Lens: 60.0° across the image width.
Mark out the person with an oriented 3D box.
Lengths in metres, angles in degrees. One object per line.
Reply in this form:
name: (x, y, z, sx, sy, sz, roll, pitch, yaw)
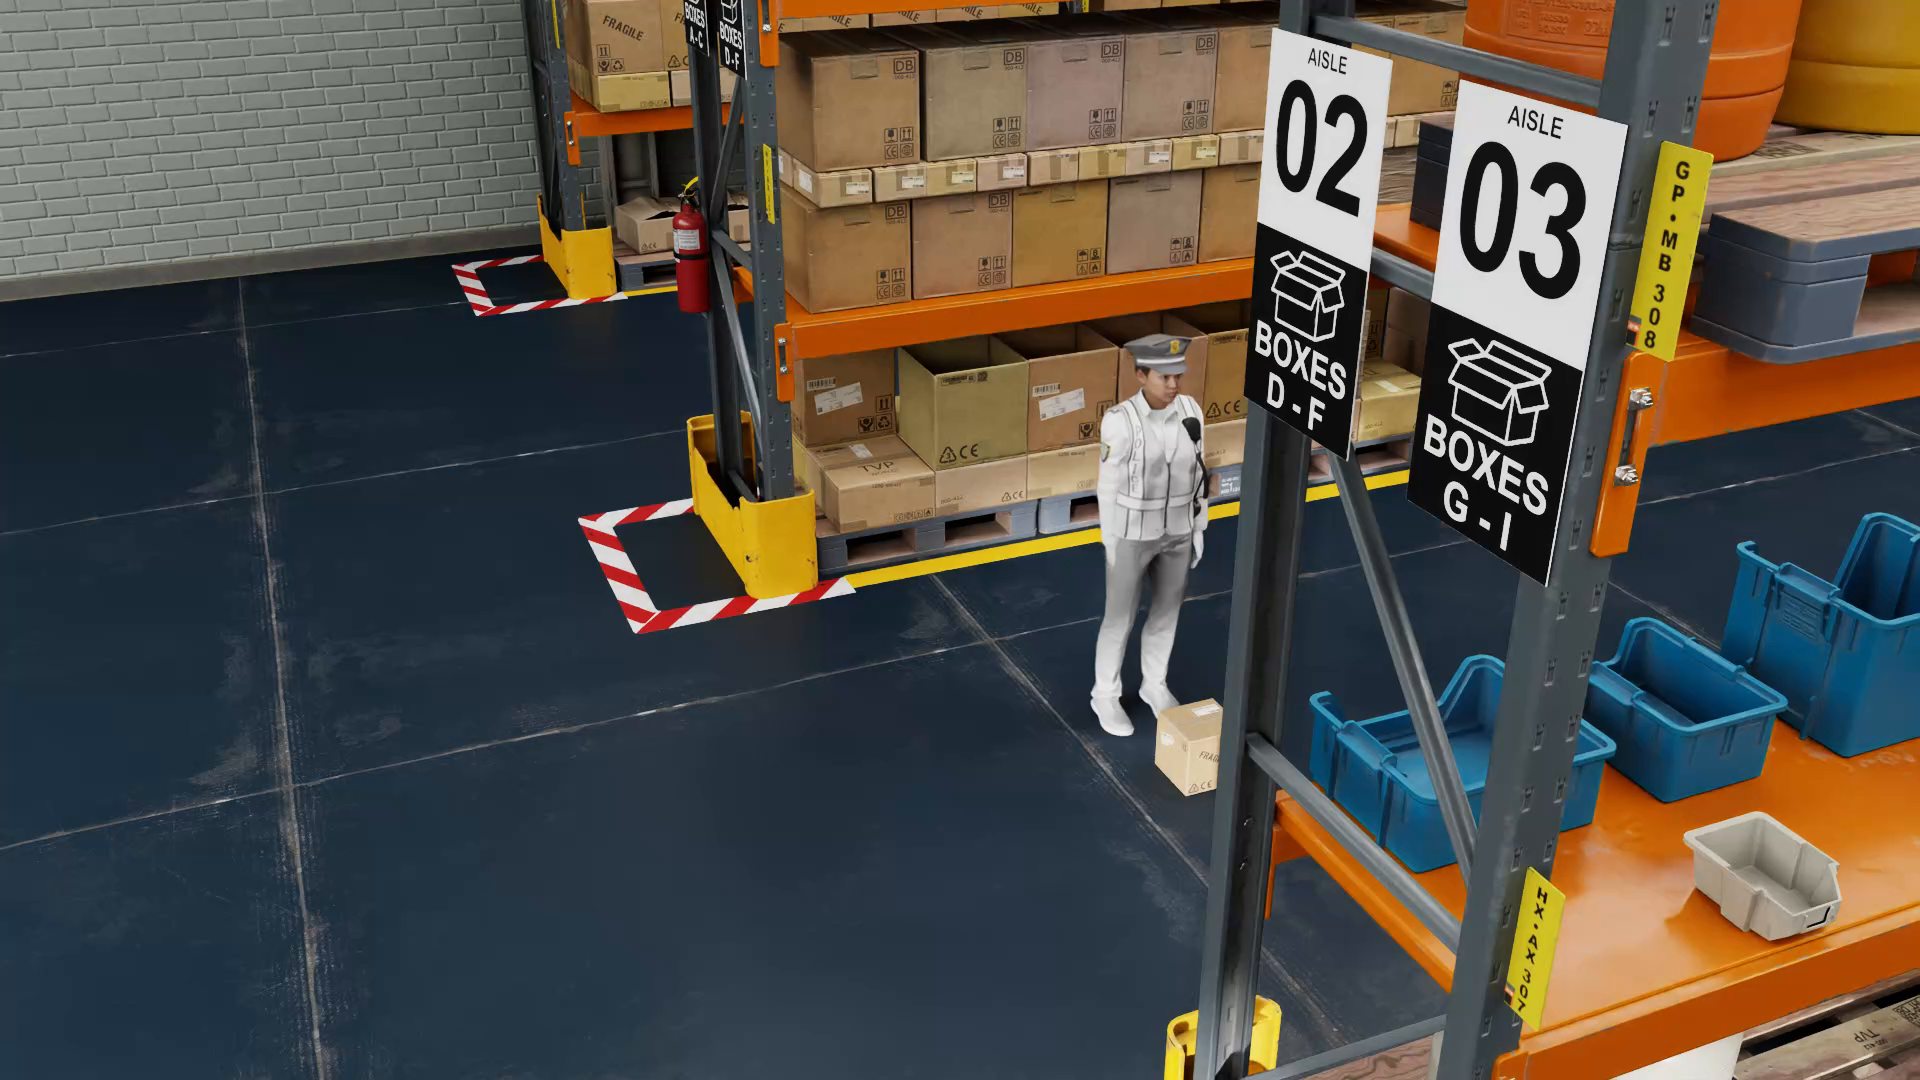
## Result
person: (0.770, -0.022, 6.638, 0.467, 1.686, 0.345, -10, 28, -19)
